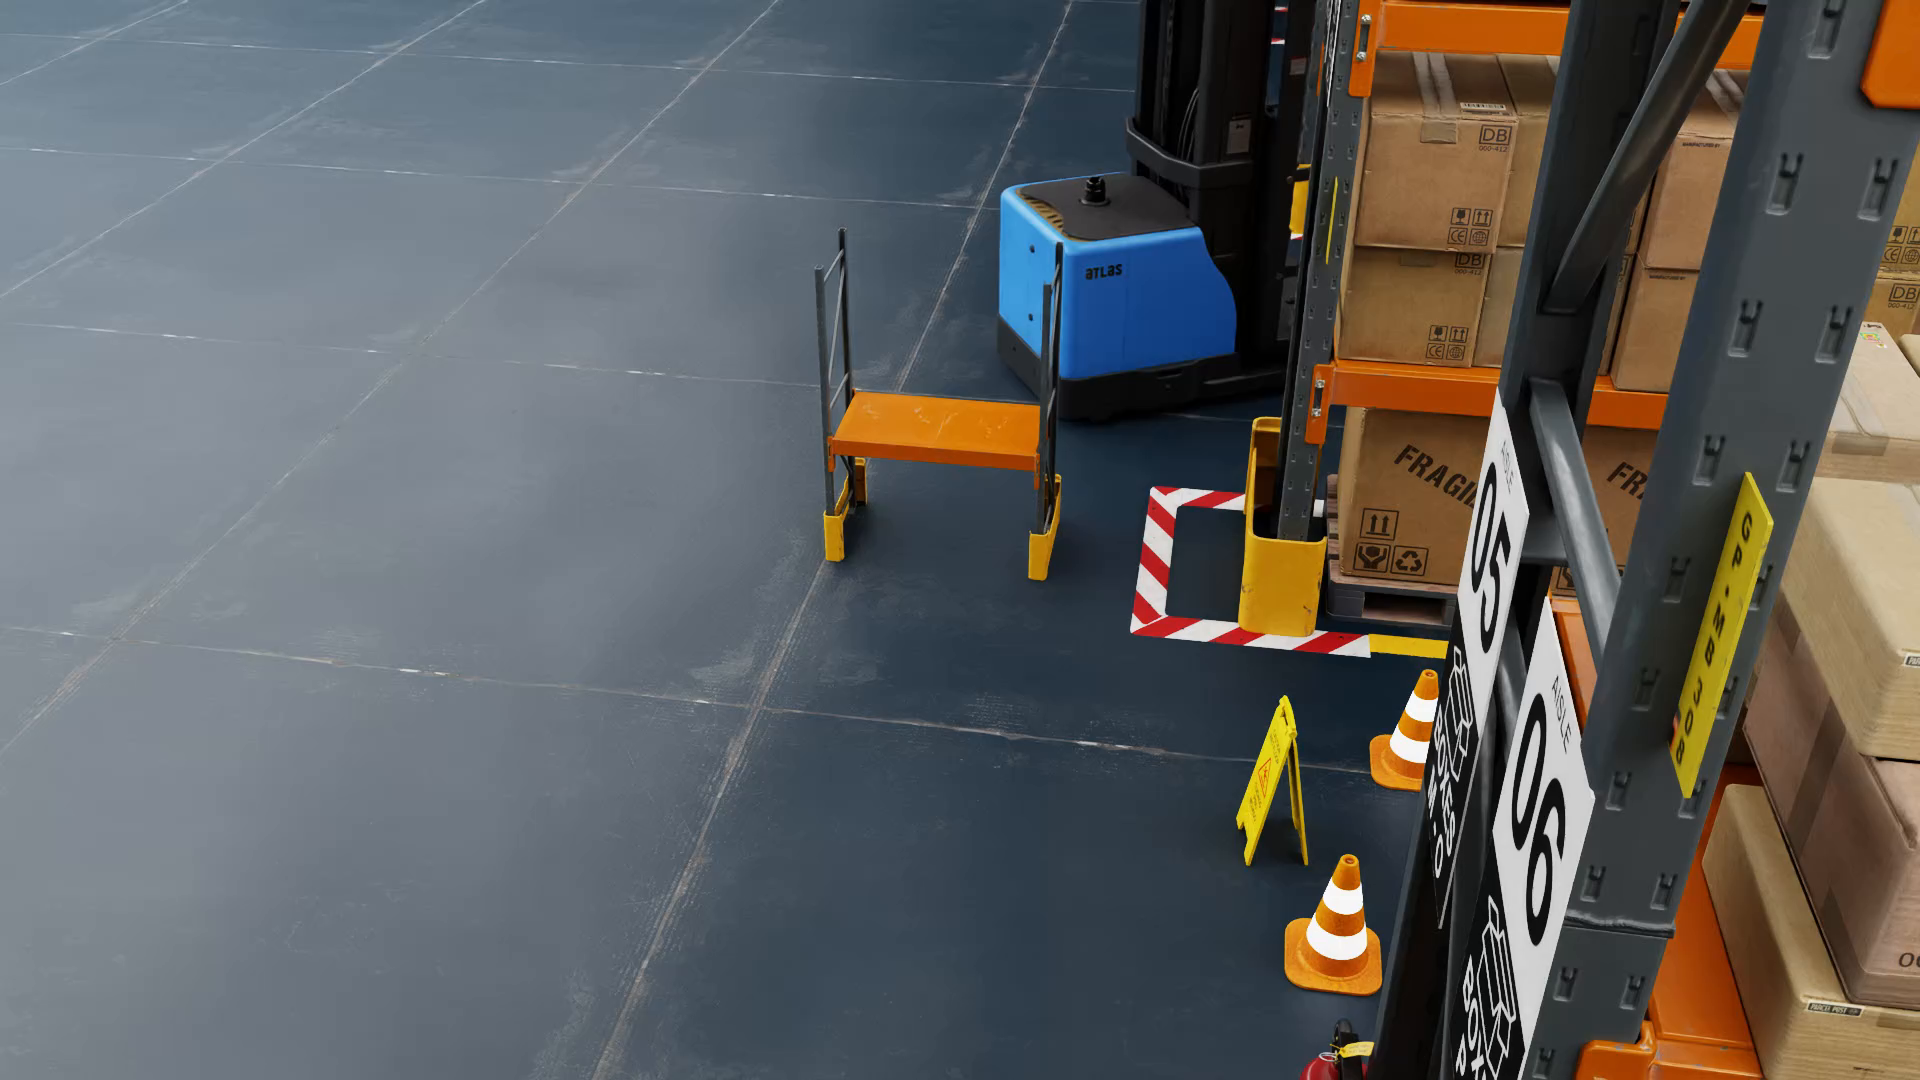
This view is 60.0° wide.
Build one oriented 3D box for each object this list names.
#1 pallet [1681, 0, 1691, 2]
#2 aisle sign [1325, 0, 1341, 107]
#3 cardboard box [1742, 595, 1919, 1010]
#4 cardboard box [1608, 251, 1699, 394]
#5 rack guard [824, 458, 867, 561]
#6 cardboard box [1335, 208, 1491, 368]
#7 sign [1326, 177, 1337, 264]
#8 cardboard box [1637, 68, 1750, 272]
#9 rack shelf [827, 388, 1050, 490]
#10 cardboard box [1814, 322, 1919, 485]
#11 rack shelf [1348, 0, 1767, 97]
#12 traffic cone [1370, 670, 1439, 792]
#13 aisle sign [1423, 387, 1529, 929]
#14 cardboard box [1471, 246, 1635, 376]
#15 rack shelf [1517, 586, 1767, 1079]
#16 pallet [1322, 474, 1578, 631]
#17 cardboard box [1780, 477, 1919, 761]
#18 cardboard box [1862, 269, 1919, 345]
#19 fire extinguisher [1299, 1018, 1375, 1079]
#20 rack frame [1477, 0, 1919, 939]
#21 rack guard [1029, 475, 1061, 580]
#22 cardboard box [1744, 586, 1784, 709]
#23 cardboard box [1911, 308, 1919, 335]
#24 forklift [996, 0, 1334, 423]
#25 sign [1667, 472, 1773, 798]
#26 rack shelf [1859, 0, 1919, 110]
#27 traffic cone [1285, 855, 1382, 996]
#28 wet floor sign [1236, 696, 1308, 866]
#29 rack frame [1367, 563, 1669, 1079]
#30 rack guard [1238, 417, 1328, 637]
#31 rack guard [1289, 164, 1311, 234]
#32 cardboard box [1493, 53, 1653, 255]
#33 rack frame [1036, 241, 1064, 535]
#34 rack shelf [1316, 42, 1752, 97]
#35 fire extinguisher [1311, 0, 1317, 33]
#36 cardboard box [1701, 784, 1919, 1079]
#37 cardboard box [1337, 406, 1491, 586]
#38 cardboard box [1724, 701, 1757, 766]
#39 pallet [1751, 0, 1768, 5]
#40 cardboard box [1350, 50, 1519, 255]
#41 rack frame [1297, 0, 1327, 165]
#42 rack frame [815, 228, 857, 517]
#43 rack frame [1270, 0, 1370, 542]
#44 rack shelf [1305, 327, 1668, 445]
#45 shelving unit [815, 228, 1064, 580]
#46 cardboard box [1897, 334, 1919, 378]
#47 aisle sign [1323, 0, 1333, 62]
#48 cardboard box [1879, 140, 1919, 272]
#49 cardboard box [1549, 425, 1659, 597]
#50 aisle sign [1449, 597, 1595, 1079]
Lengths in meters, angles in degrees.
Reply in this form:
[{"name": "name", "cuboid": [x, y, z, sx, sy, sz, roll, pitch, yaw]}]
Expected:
[{"name": "pallet", "cuboid": [2.293, -2.317, 6.380, 1.213, 0.211, 1.003, 5, 32, 8]}, {"name": "aisle sign", "cuboid": [1.439, -2.095, 6.319, 0.004, 0.787, 0.394, 5, 32, 8]}, {"name": "cardboard box", "cuboid": [1.277, 0.305, 1.970, 0.500, 0.250, 0.500, 5, 32, 7]}, {"name": "cardboard box", "cuboid": [3.010, -1.044, 6.950, 0.550, 0.550, 0.875, 5, 32, 8]}, {"name": "rack guard", "cuboid": [-0.566, -0.157, 8.266, 0.087, 0.250, 0.587, 5, 32, 8]}, {"name": "cardboard box", "cuboid": [1.933, -1.198, 7.195, 0.550, 0.550, 0.875, 5, 32, 8]}, {"name": "sign", "cuboid": [1.460, -1.254, 6.536, 0.005, 0.325, 0.100, 5, 32, 8]}, {"name": "cardboard box", "cuboid": [3.006, -1.489, 6.643, 0.550, 0.550, 0.875, 5, 32, 8]}, {"name": "rack shelf", "cuboid": [-0.084, -0.491, 7.960, 1.000, 0.185, 0.538, 5, 32, 8]}, {"name": "cardboard box", "cuboid": [1.210, -0.173, 2.357, 0.250, 0.149, 0.380, 5, 32, 9]}, {"name": "rack shelf", "cuboid": [3.531, -1.931, 6.359, 4.000, 0.370, 1.077, 5, 32, 8]}, {"name": "traffic cone", "cuboid": [1.844, 0.722, 6.660, 0.334, 0.463, 0.336, 5, 32, 8]}, {"name": "aisle sign", "cuboid": [0.814, 0.195, 2.661, 0.004, 0.787, 0.394, 5, 32, 8]}, {"name": "cardboard box", "cuboid": [2.479, -1.160, 7.134, 0.550, 0.550, 0.875, 5, 32, 8]}, {"name": "rack shelf", "cuboid": [2.798, 0.667, 2.209, 4.000, 0.370, 1.077, 5, 32, 8]}, {"name": "pallet", "cuboid": [2.361, 0.069, 7.941, 1.213, 0.211, 1.003, 5, 32, 8]}, {"name": "cardboard box", "cuboid": [1.143, 0.090, 1.937, 0.250, 0.149, 0.380, 5, 32, 8]}, {"name": "cardboard box", "cuboid": [3.539, -1.019, 6.909, 0.500, 0.550, 0.875, 5, 32, 8]}, {"name": "fire extinguisher", "cuboid": [0.791, 1.236, 3.521, 0.183, 0.674, 0.296, 5, 32, 8]}, {"name": "rack frame", "cuboid": [0.827, -1.088, 1.507, 0.127, 3.000, 1.000, 5, 32, 8]}, {"name": "rack guard", "cuboid": [0.416, -0.068, 8.124, 0.087, 0.250, 0.587, 5, 32, 8]}, {"name": "cardboard box", "cuboid": [1.376, 0.025, 2.416, 0.500, 0.250, 0.500, 5, 32, 8]}, {"name": "cardboard box", "cuboid": [4.079, -1.024, 6.917, 0.550, 0.550, 0.875, 5, 32, 8]}, {"name": "forklift", "cuboid": [1.788, -2.370, 9.273, 3.031, 2.935, 1.130, -11, 34, -17]}, {"name": "sign", "cuboid": [0.735, 0.096, 1.618, 0.005, 0.325, 0.100, 5, 32, 8]}, {"name": "rack shelf", "cuboid": [2.798, -0.604, 1.414, 4.000, 0.370, 1.077, 5, 32, 8]}, {"name": "traffic cone", "cuboid": [1.319, 1.283, 5.765, 0.334, 0.463, 0.336, 5, 32, 8]}, {"name": "wet floor sign", "cuboid": [1.198, 0.888, 6.224, 0.232, 0.644, 0.267, 0, 32, 0]}, {"name": "rack frame", "cuboid": [0.827, 1.455, 3.099, 0.127, 3.000, 1.000, 5, 32, 8]}, {"name": "rack guard", "cuboid": [1.536, -0.086, 7.916, 0.348, 0.500, 1.175, 5, 32, 8]}, {"name": "rack guard", "cuboid": [2.569, -2.662, 12.032, 0.348, 0.500, 1.175, 5, 32, 8]}, {"name": "cardboard box", "cuboid": [2.477, -1.610, 6.837, 0.550, 0.550, 0.875, 5, 32, 8]}, {"name": "rack frame", "cuboid": [0.417, -0.598, 7.792, 0.032, 1.500, 0.500, 5, 32, 8]}, {"name": "rack shelf", "cuboid": [4.465, -3.245, 11.285, 4.000, 0.370, 1.077, 5, 32, 8]}, {"name": "fire extinguisher", "cuboid": [2.458, -3.947, 11.801, 0.183, 0.674, 0.296, 5, 32, 8]}, {"name": "cardboard box", "cuboid": [1.099, 0.489, 2.051, 0.250, 0.149, 0.380, 5, 32, 8]}, {"name": "cardboard box", "cuboid": [2.239, -0.395, 7.660, 0.875, 0.875, 0.875, 5, 32, 8]}, {"name": "cardboard box", "cuboid": [1.225, 0.175, 2.553, 0.250, 0.149, 0.380, 5, 32, 8]}, {"name": "pallet", "cuboid": [3.499, -2.209, 6.208, 1.213, 0.211, 1.003, 5, 32, 8]}, {"name": "cardboard box", "cuboid": [1.919, -1.611, 6.838, 0.550, 0.550, 0.875, 5, 32, 8]}, {"name": "rack frame", "cuboid": [2.494, -3.728, 11.379, 0.127, 3.000, 1.000, 5, 32, 8]}, {"name": "rack frame", "cuboid": [-0.585, -0.689, 7.937, 0.032, 1.500, 0.500, 5, 32, 8]}, {"name": "rack frame", "cuboid": [1.560, -1.143, 7.250, 0.127, 3.000, 1.000, 5, 32, 8]}, {"name": "rack shelf", "cuboid": [3.531, -0.660, 7.155, 4.000, 0.370, 1.077, 5, 32, 8]}, {"name": "shelving unit", "cuboid": [-0.075, -0.643, 7.863, 1.083, 1.500, 0.587, 5, 32, 8]}, {"name": "cardboard box", "cuboid": [1.457, -0.130, 2.288, 0.250, 0.149, 0.380, 6, 32, 9]}, {"name": "aisle sign", "cuboid": [1.540, -2.409, 6.821, 0.004, 0.787, 0.394, 5, 32, 8]}, {"name": "cardboard box", "cuboid": [3.550, -1.510, 6.676, 0.500, 0.550, 0.875, 5, 32, 8]}, {"name": "cardboard box", "cuboid": [3.107, -0.317, 7.537, 0.875, 0.875, 0.875, 5, 32, 7]}, {"name": "aisle sign", "cuboid": [0.713, 0.509, 2.159, 0.004, 0.787, 0.394, 5, 32, 8]}]
